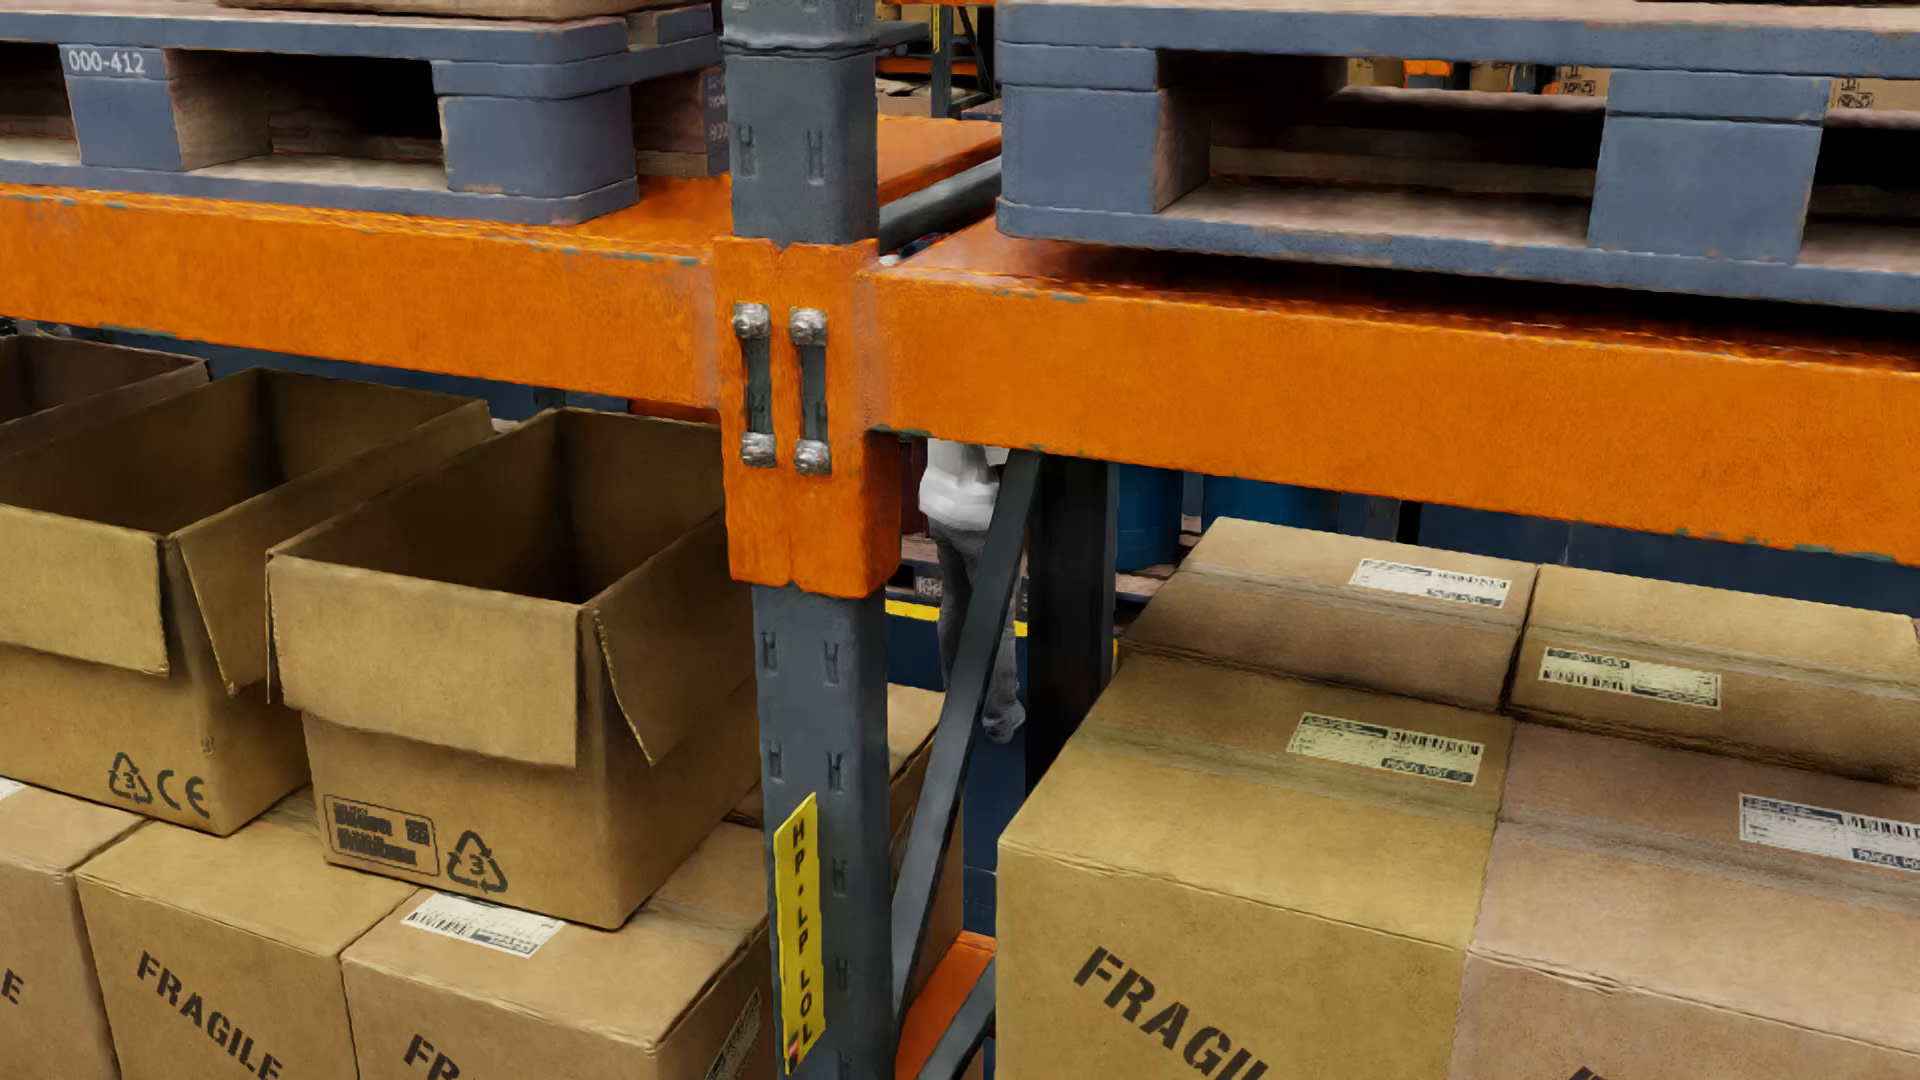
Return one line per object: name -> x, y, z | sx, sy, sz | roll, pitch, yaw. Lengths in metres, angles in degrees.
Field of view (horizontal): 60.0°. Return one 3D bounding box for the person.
person -> 0.110, -0.105, 6.278 | 0.490, 1.767, 0.614 | -14, 26, -31
